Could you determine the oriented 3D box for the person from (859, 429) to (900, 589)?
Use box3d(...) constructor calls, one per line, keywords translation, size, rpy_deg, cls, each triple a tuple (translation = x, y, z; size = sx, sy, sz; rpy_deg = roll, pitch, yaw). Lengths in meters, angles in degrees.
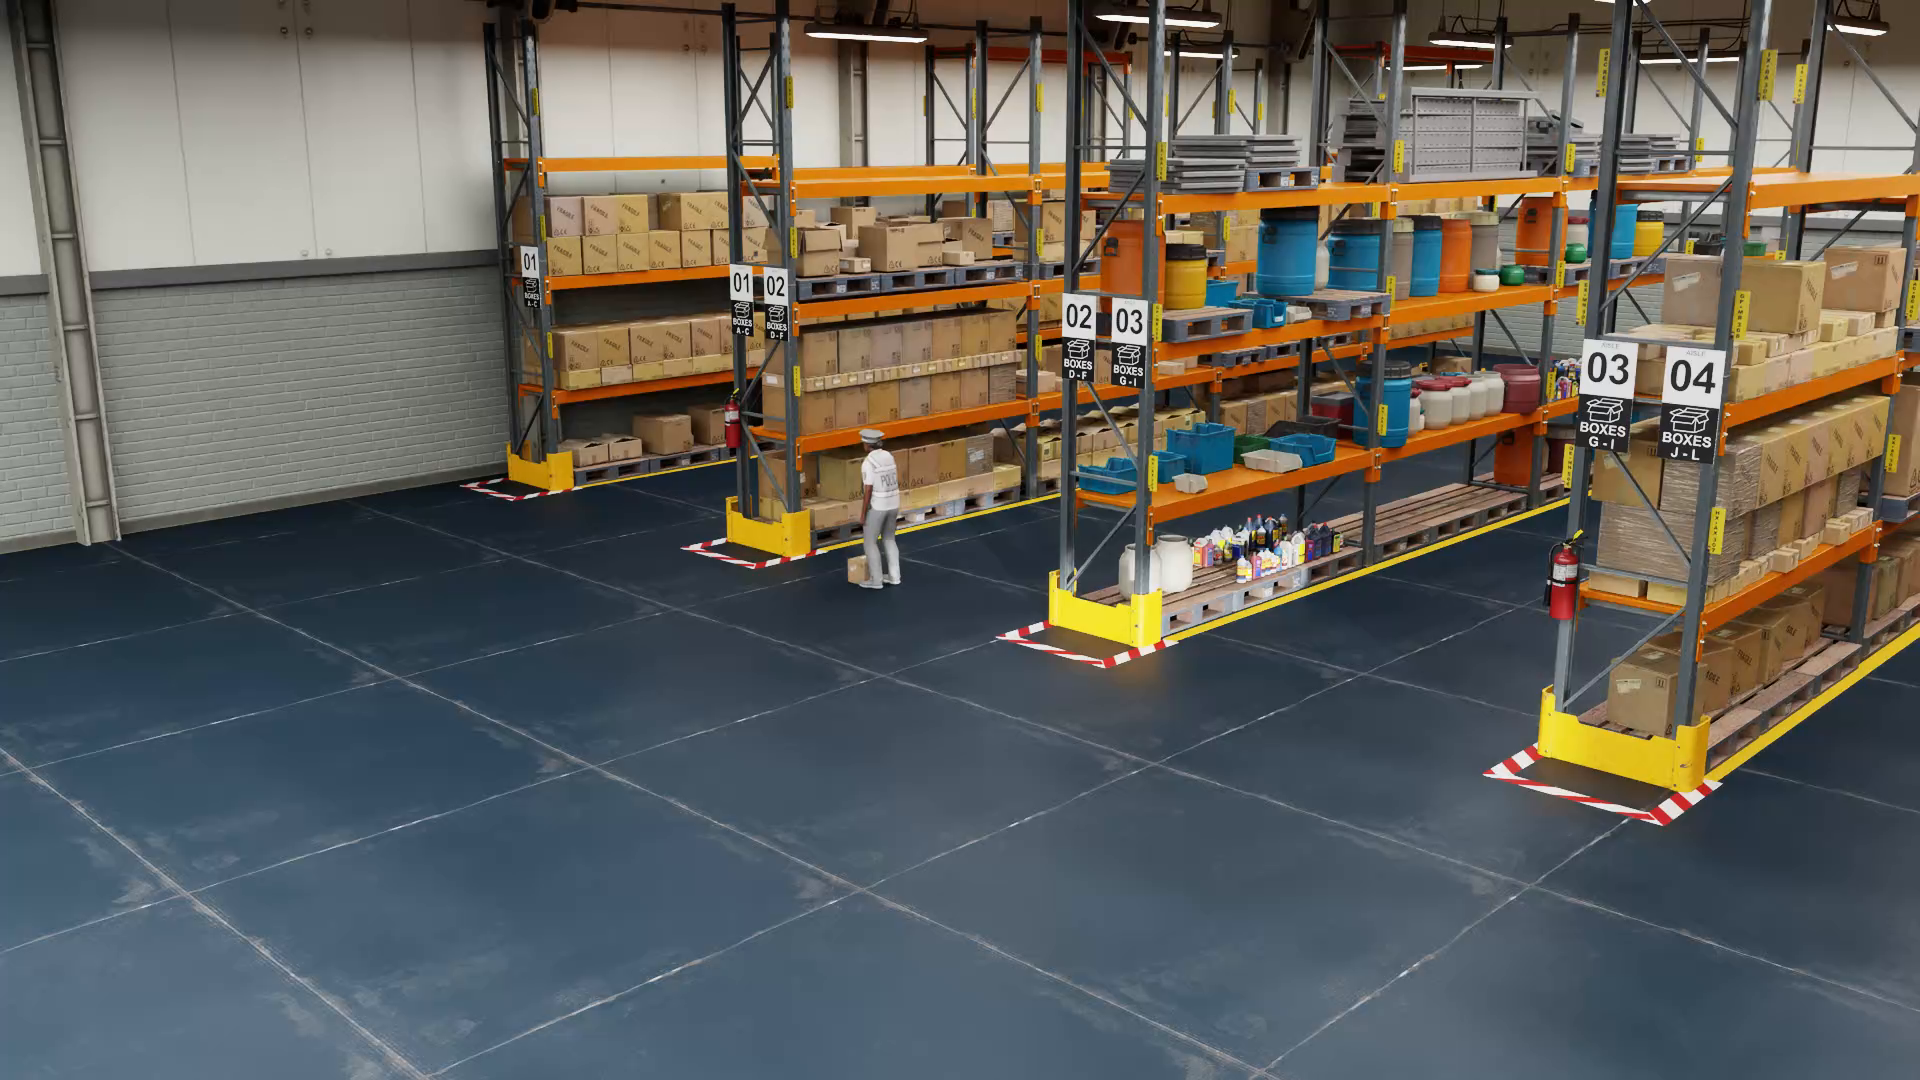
box3d(translation=(-0.832, -0.326, 17.325), size=(0.398, 1.657, 0.512), rpy_deg=(12, 18, 39), cls="person")
